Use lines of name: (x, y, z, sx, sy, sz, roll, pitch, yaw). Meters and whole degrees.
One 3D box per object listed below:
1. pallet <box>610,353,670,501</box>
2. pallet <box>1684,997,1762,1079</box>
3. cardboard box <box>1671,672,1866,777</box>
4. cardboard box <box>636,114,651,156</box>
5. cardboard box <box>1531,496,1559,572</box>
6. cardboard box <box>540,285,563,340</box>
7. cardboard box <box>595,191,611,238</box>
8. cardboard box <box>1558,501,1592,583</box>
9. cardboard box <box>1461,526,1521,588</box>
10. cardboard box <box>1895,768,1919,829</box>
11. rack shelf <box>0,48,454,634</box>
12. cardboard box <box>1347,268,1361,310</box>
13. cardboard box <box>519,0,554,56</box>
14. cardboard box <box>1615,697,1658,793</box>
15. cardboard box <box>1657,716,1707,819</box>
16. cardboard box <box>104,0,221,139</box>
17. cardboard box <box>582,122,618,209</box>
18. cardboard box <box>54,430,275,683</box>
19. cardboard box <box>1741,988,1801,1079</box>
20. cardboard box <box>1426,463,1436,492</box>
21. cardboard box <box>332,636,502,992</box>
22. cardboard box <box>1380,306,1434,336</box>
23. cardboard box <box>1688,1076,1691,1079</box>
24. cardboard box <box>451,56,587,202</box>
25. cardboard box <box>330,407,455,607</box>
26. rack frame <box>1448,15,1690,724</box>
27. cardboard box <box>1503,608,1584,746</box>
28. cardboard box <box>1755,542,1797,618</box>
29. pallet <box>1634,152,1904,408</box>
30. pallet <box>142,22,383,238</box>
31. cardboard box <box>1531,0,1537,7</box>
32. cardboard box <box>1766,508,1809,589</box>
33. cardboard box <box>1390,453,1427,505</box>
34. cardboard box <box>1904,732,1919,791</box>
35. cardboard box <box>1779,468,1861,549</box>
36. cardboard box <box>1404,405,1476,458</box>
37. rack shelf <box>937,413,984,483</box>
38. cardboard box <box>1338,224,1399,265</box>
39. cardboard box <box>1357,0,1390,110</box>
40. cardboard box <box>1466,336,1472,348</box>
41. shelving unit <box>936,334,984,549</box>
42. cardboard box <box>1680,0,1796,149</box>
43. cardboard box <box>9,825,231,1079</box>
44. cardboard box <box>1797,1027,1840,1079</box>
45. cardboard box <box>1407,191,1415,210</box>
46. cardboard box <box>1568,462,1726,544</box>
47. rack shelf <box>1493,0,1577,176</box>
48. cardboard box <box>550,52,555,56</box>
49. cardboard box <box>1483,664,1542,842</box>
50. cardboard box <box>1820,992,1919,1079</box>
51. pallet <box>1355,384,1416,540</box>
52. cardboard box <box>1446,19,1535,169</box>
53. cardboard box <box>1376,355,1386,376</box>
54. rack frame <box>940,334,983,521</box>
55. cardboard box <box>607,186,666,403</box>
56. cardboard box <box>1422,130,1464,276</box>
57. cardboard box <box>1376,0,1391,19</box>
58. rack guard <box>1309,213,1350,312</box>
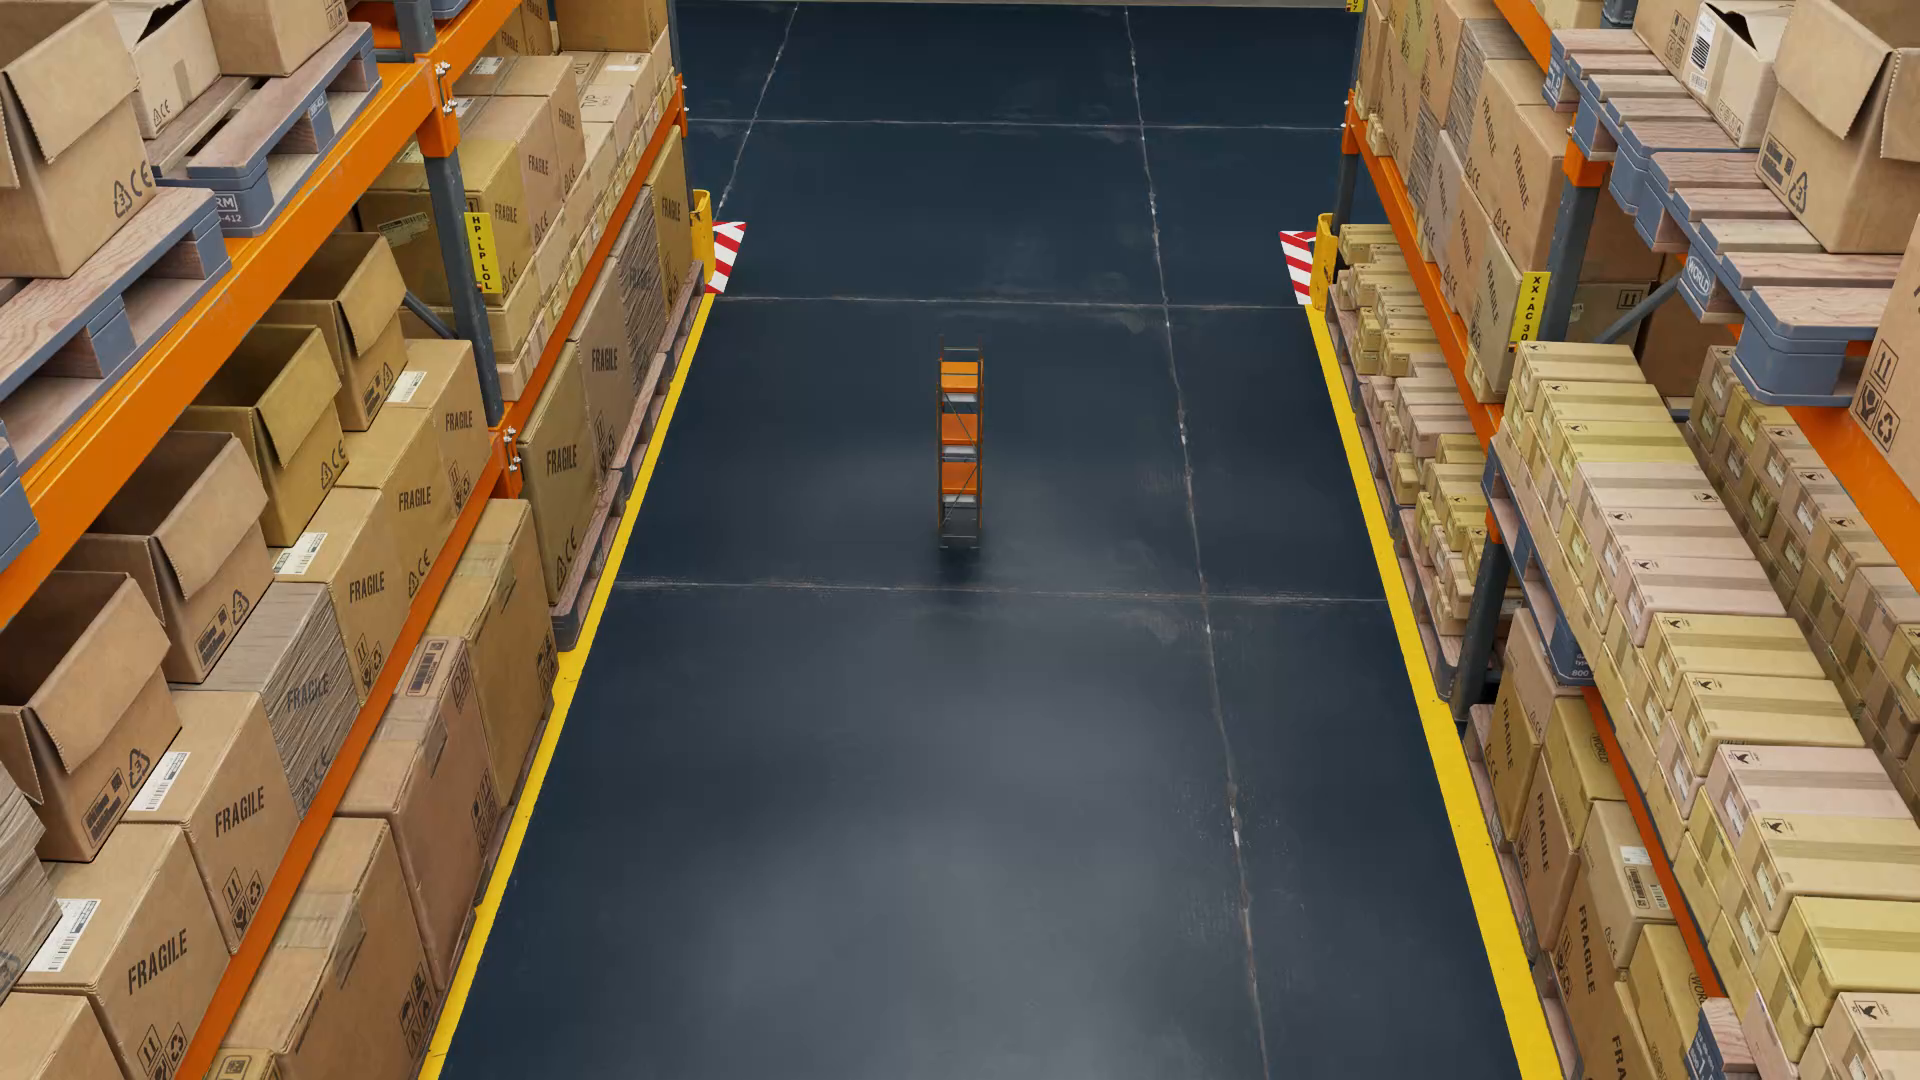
pallet: (-2.175, -0.636, 8.971, 1.003, 0.211, 1.213, 1, 35, 2)
pallet: (2.383, 1.498, 3.676, 1.213, 0.211, 1.003, 1, 35, 2)
cardboard box: (2.077, 0.484, 4.288, 0.380, 0.149, 0.250, 3, 35, 4)
cardboard box: (-1.886, -2.185, 8.968, 0.380, 0.149, 0.250, 2, 35, 3)
cardboard box: (2.127, -0.017, 5.519, 0.380, 0.149, 0.250, 2, 35, 2)
cardboard box: (-1.966, -1.001, 7.284, 0.380, 0.149, 0.250, 2, 35, 3)
cardboard box: (-1.925, -1.594, 8.128, 0.380, 0.149, 0.250, 0, 35, 1)
cardboard box: (2.118, 0.005, 5.228, 0.380, 0.149, 0.250, 0, 35, 0)
cardboard box: (2.376, 0.074, 7.132, 0.380, 0.149, 0.250, 2, 35, 3)
cardboard box: (2.732, 0.748, 4.430, 0.380, 0.149, 0.250, 2, 35, 3)
rack shelf: (-2.411, -0.423, 4.260, 1.077, 0.370, 4.000, 1, 35, 2)
cardboard box: (2.437, -1.441, 9.547, 0.380, 0.149, 0.250, 1, 35, 2)
cardboard box: (-2.479, -2.748, 8.770, 0.500, 0.500, 0.500, 1, 35, 1)
cardboard box: (2.086, 0.575, 4.676, 0.380, 0.149, 0.250, 0, 35, 0)
cardboard box: (2.075, 0.605, 4.374, 0.380, 0.149, 0.250, 2, 35, 3)
cardboard box: (-2.464, -1.373, 4.699, 0.500, 0.311, 0.500, 0, 35, 0)
cardboard box: (-1.982, -1.830, 8.117, 0.500, 0.250, 0.500, 1, 35, 2)
cardboard box: (-2.396, 0.028, 4.642, 0.797, 0.503, 0.637, 2, 35, 3)
cardboard box: (2.043, 1.178, 3.818, 0.380, 0.149, 0.250, 2, 35, 3)
cardboard box: (2.416, -0.234, 7.829, 0.380, 0.149, 0.250, 2, 35, 2)
cardboard box: (-2.371, 0.940, 5.786, 1.225, 0.875, 0.875, 0, 35, 0)
cardboard box: (2.445, -1.114, 8.823, 0.380, 0.149, 0.250, 3, 35, 4)
cardboard box: (2.236, 1.686, 4.398, 0.500, 0.250, 0.500, 2, 35, 3)
cardboard box: (-2.012, -1.857, 7.504, 0.500, 0.500, 0.500, 0, 35, 0)
cardboard box: (-2.103, -0.121, 5.726, 0.500, 0.500, 0.500, 2, 35, 3)
rack frame: (2.622, -0.466, 6.305, 1.000, 3.000, 0.127, 1, 35, 2)
cardboard box: (2.328, 0.496, 6.092, 0.500, 0.250, 0.500, 0, 35, 0)
cardboard box: (2.771, 0.134, 5.304, 0.380, 0.149, 0.250, 0, 35, -1)
pallet: (2.452, -0.669, 4.147, 1.213, 0.211, 1.003, 1, 35, 2)
pallet: (-2.318, -1.260, 4.992, 0.805, 0.209, 1.217, 0, 35, 0)
cardboard box: (2.403, -2.207, 6.303, 0.500, 0.250, 0.500, 1, 35, 2)
cardboard box: (2.774, 0.027, 5.197, 0.380, 0.149, 0.250, 0, 35, 0)
cardboard box: (2.338, -0.300, 8.182, 0.380, 0.149, 0.250, 1, 35, 2)
cardboard box: (2.731, 0.628, 4.342, 0.380, 0.149, 0.250, 1, 35, 1)
cardboard box: (2.768, -0.090, 5.105, 0.380, 0.149, 0.250, 1, 35, 2)
cardboard box: (2.356, -0.522, 7.980, 0.380, 0.149, 0.250, 0, 35, 0)
rack shelf: (0.002, -0.452, 7.998, 0.215, 0.259, 0.240, 1, 35, 2)
cardboard box: (2.422, -1.720, 9.686, 0.380, 0.149, 0.250, 0, 35, 0)
cardboard box: (2.488, -2.676, 9.103, 0.500, 0.500, 0.500, 3, 35, 4)
cardboard box: (2.371, -0.836, 7.049, 0.380, 0.149, 0.250, 3, 35, 4)
shelving unit: (0.002, -0.460, 7.992, 0.215, 1.050, 0.252, 1, 35, 2)
cardboard box: (2.376, -1.328, 4.635, 0.500, 0.311, 0.500, 1, 35, 1)
cardboard box: (-2.181, 1.049, 4.062, 0.500, 0.500, 0.500, 0, 35, 1)
cardboard box: (2.035, 1.193, 3.538, 0.380, 0.149, 0.250, 3, 35, 4)
cardboard box: (2.461, -1.734, 8.327, 0.380, 0.149, 0.250, 1, 35, 1)
cardboard box: (2.116, -0.112, 5.137, 0.380, 0.149, 0.250, 1, 35, 1)
rack shelf: (2.702, -2.548, 7.284, 1.077, 0.370, 4.000, 1, 35, 2)
cardboard box: (-2.473, -2.429, 8.969, 0.500, 0.250, 0.500, 1, 35, 1)
cardboard box: (2.327, 0.803, 6.308, 0.500, 0.500, 0.500, 3, 35, 4)
cardboard box: (2.035, 1.083, 3.436, 0.380, 0.149, 0.250, 1, 35, 1)
pallet: (2.659, -0.415, 8.657, 1.003, 0.211, 1.213, 1, 35, 2)
cardboard box: (2.420, -1.905, 7.137, 0.500, 0.500, 0.500, 2, 35, 3)
cardboard box: (2.475, -0.888, 9.019, 0.380, 0.149, 0.250, 1, 35, 2)
rack frame: (0.007, -0.530, 8.092, 0.200, 1.050, 0.008, 1, 35, 2)
cardboard box: (-2.152, -1.347, 9.041, 0.875, 0.875, 0.875, 1, 35, 2)
cardboard box: (2.402, -1.498, 7.426, 0.500, 0.500, 0.500, 1, 35, 2)
cardboard box: (2.499, -3.084, 8.815, 0.500, 0.500, 0.500, 1, 35, 2)
rack guard: (2.779, -1.698, 10.232, 1.175, 0.500, 0.348, 1, 35, 2)
